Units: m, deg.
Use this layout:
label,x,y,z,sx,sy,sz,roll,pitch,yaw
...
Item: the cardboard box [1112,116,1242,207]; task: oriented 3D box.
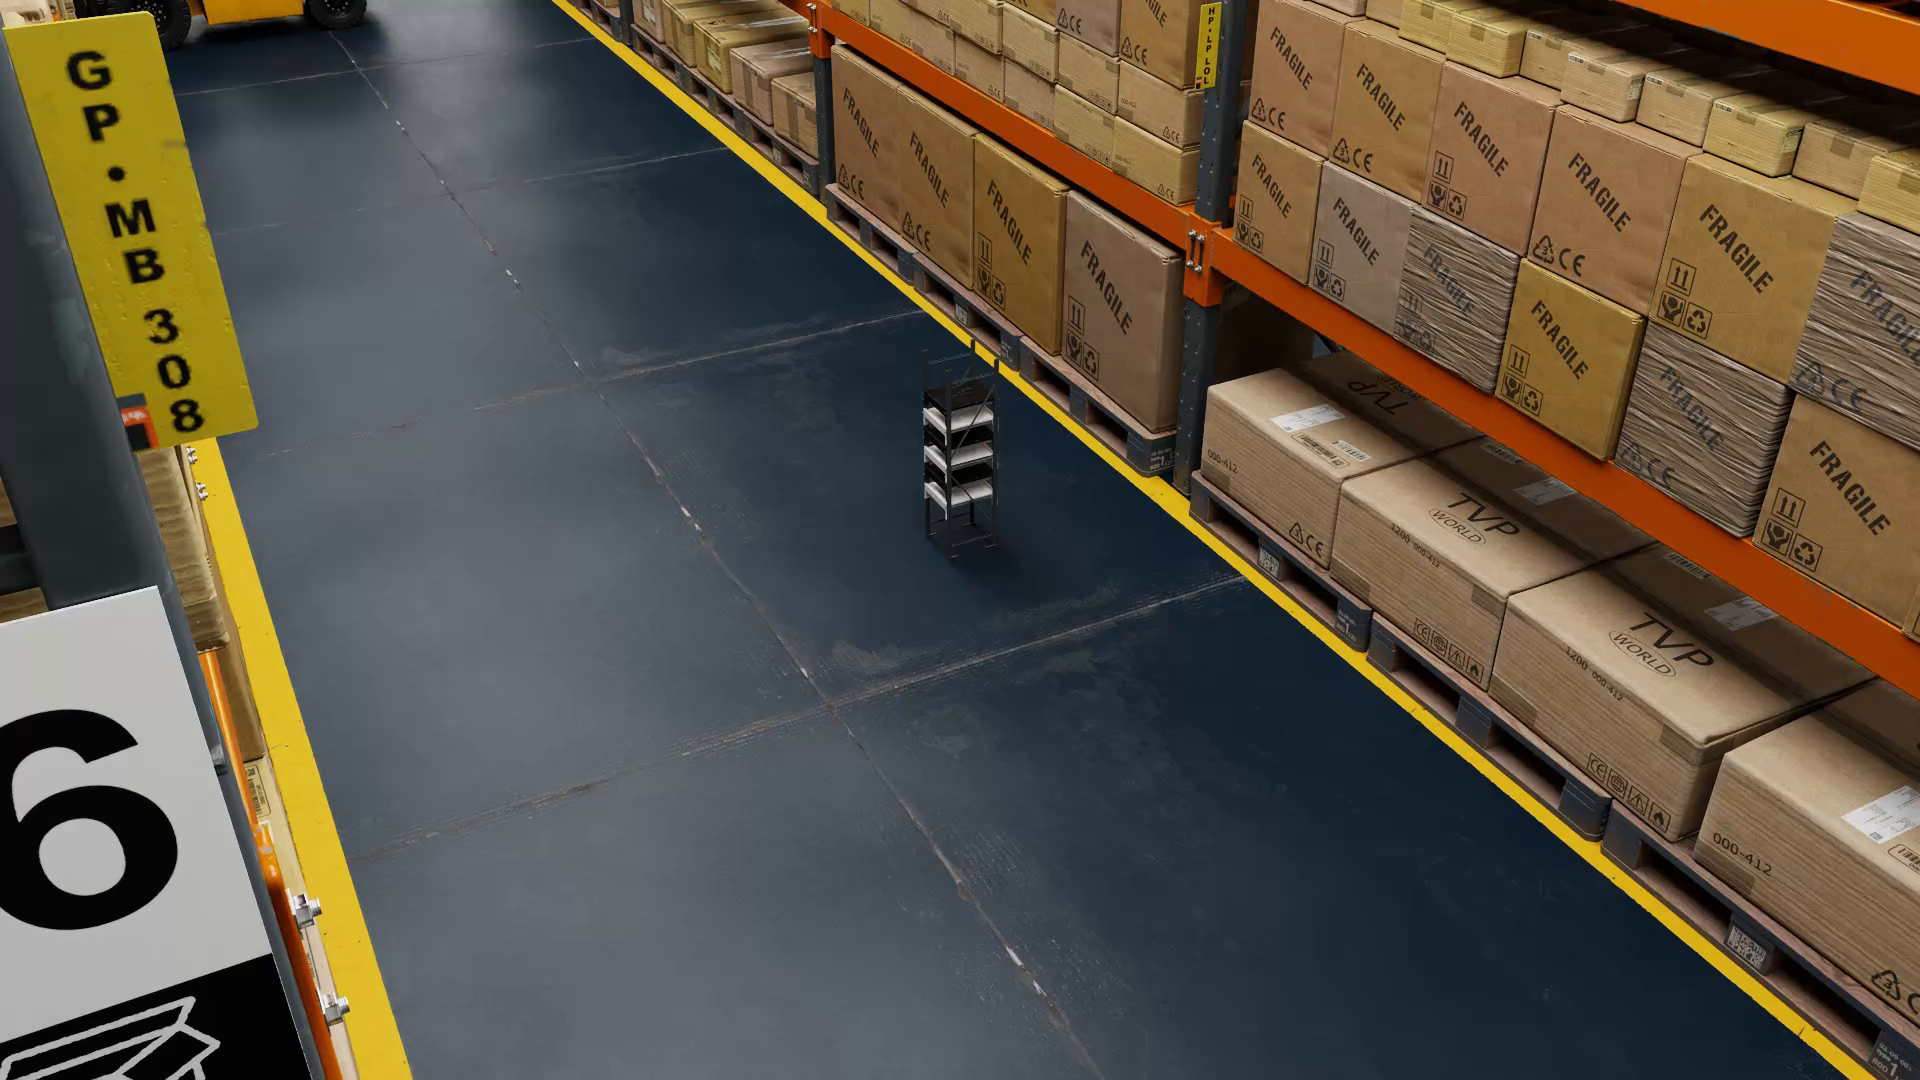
label,x,y,z,sx,sy,sz,roll,pitch,yaw
cardboard box,1.011,-1.694,7.252,0.500,0.250,0.500,-17,36,-24

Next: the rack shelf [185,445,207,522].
label,x,y,z,sx,sy,sz,roll,pitch,yaw
rack shelf,-3.878,-1.008,6.709,1.077,0.370,4.000,-16,36,-23

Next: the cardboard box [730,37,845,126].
label,x,y,z,sx,sy,sz,roll,pitch,yaw
cardboard box,-1.027,-3.208,11.523,0.950,0.372,0.625,-17,36,-24

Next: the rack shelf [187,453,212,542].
label,x,y,z,sx,sy,sz,roll,pitch,yaw
rack shelf,-2.013,0.901,3.730,1.077,0.370,4.000,-16,36,-23

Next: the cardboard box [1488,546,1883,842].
label,x,y,z,sx,sy,sz,roll,pitch,yaw
cardboard box,2.478,0.480,5.706,0.875,0.438,0.875,-15,36,-22

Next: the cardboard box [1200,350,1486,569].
label,x,y,z,sx,sy,sz,roll,pitch,yaw
cardboard box,1.641,-0.378,7.045,0.875,0.438,0.875,-16,36,-24

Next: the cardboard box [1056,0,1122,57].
label,x,y,z,sx,sy,sz,roll,pitch,yaw
cardboard box,0.765,-2.465,7.297,0.500,0.500,0.500,-15,36,-22

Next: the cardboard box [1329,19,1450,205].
label,x,y,z,sx,sy,sz,roll,pitch,yaw
cardboard box,1.681,-1.539,5.852,0.500,0.500,0.500,-16,36,-24

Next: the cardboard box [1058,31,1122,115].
label,x,y,z,sx,sy,sz,roll,pitch,yaw
cardboard box,0.783,-2.140,7.485,0.500,0.250,0.500,-15,36,-22

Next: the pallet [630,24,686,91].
label,x,y,z,sx,sy,sz,roll,pitch,yaw
pallet,-1.922,-3.879,13.109,1.003,0.211,1.213,-16,36,-23

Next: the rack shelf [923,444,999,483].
label,x,y,z,sx,sy,sz,roll,pitch,yaw
rack shelf,0.004,-0.347,7.019,0.258,0.077,0.200,-16,36,-23

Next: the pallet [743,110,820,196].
label,x,y,z,sx,sy,sz,roll,pitch,yaw
pallet,-0.785,-2.714,11.291,1.003,0.211,1.213,-16,36,-23

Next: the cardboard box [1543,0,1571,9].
label,x,y,z,sx,sy,sz,roll,pitch,yaw
cardboard box,2.137,-1.885,5.791,0.380,0.149,0.250,-16,36,-23

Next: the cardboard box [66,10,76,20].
label,x,y,z,sx,sy,sz,roll,pitch,yaw
cardboard box,-6.628,-3.712,11.960,0.500,0.250,0.500,-16,36,-23

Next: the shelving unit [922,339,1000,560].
label,x,y,z,sx,sy,sz,roll,pitch,yaw
shelving unit,0.004,-0.375,7.001,0.258,0.900,0.210,-16,36,-23

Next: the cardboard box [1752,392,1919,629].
label,x,y,z,sx,sy,sz,roll,pitch,yaw
cardboard box,2.629,-0.147,4.605,0.500,0.500,0.500,-17,36,-24

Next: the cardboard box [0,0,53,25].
label,x,y,z,sx,sy,sz,roll,pitch,yaw
cardboard box,-1.286,-0.505,1.877,0.500,0.250,0.500,-16,36,-23

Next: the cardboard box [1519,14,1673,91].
label,x,y,z,sx,sy,sz,roll,pitch,yaw
cardboard box,2.001,-1.530,5.236,0.380,0.149,0.250,-16,36,-23

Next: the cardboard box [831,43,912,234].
label,x,y,z,sx,sy,sz,roll,pitch,yaw
cardboard box,-0.173,-2.447,9.869,0.875,0.875,0.875,-16,36,-24

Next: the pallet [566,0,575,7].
label,x,y,z,sx,sy,sz,roll,pitch,yaw
pallet,-3.204,-5.145,15.084,1.003,0.211,1.213,-16,36,-23

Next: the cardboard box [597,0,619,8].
label,x,y,z,sx,sy,sz,roll,pitch,yaw
cardboard box,-2.800,-4.658,13.899,0.500,0.250,0.500,-14,35,-21

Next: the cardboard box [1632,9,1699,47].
label,x,y,z,sx,sy,sz,roll,pitch,yaw
cardboard box,2.409,-1.650,5.424,0.380,0.149,0.250,-17,36,-24

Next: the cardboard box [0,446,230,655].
label,x,y,z,sx,sy,sz,roll,pitch,yaw
cardboard box,-1.046,-0.053,1.635,0.500,0.250,0.500,-16,36,-24

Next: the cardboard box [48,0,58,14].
label,x,y,z,sx,sy,sz,roll,pitch,yaw
cardboard box,-2.248,-1.269,3.532,0.500,0.250,0.500,-17,36,-25

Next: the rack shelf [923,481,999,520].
label,x,y,z,sx,sy,sz,roll,pitch,yaw
rack shelf,0.004,-0.195,7.116,0.258,0.077,0.200,-16,36,-23

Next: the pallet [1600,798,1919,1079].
label,x,y,z,sx,sy,sz,roll,pitch,yaw
pallet,2.866,1.115,5.314,1.003,0.211,1.213,-16,36,-23

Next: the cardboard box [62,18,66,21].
label,x,y,z,sx,sy,sz,roll,pitch,yaw
cardboard box,-3.886,-1.753,6.720,0.797,0.503,0.637,-17,36,-24

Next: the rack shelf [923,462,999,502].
label,x,y,z,sx,sy,sz,roll,pitch,yaw
rack shelf,0.004,-0.271,7.068,0.258,0.077,0.200,-16,36,-23

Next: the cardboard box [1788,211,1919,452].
label,x,y,z,sx,sy,sz,roll,pitch,yaw
cardboard box,2.603,-0.573,4.344,0.500,0.500,0.500,-16,36,-23

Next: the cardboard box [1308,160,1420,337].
label,x,y,z,sx,sy,sz,roll,pitch,yaw
cardboard box,1.662,-1.118,6.121,0.500,0.500,0.500,-16,36,-23

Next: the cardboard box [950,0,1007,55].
label,x,y,z,sx,sy,sz,roll,pitch,yaw
cardboard box,0.282,-2.625,8.243,0.500,0.250,0.500,-15,36,-22

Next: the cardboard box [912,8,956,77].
label,x,y,z,sx,sy,sz,roll,pitch,yaw
cardboard box,0.079,-2.663,8.765,0.500,0.250,0.500,-15,35,-22

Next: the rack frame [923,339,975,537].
label,x,y,z,sx,sy,sz,roll,pitch,yaw
rack frame,-0.044,-0.424,7.077,0.240,0.900,0.006,-16,36,-23

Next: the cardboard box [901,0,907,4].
label,x,y,z,sx,sy,sz,roll,pitch,yaw
cardboard box,-0.164,-3.112,9.002,0.500,0.250,0.500,-15,36,-22

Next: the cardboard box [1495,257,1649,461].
label,x,y,z,sx,sy,sz,roll,pitch,yaw
cardboard box,2.128,-0.633,5.364,0.500,0.500,0.500,-15,35,-22

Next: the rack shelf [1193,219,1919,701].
label,x,y,z,sx,sy,sz,roll,pitch,yaw
rack shelf,2.376,-0.349,5.681,1.077,0.370,4.000,-16,36,-23

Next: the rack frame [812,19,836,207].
label,x,y,z,sx,sy,sz,roll,pitch,yaw
rack frame,-0.422,-3.515,9.956,1.000,3.000,0.127,-16,36,-23

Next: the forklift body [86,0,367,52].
label,x,y,z,sx,sy,sz,roll,pitch,yaw
forklift body,-6.043,-5.279,13.497,2.313,2.155,1.214,-16,36,-23

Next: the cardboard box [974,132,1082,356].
label,x,y,z,sx,sy,sz,roll,pitch,yaw
cardboard box,0.656,-1.593,8.537,0.875,0.875,0.875,-15,36,-22

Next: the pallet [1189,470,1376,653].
label,x,y,z,sx,sy,sz,roll,pitch,yaw
pallet,1.729,-0.050,7.132,1.003,0.211,1.213,-16,36,-23

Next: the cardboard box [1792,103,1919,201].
label,x,y,z,sx,sy,sz,roll,pitch,yaw
cardboard box,2.489,-1.045,4.480,0.380,0.149,0.250,-16,36,-24

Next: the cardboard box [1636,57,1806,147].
label,x,y,z,sx,sy,sz,roll,pitch,yaw
cardboard box,2.215,-1.280,4.846,0.380,0.149,0.250,-15,35,-22

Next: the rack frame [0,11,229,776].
label,x,y,z,sx,sy,sz,roll,pitch,yaw
rack frame,-1.081,-0.973,0.427,1.000,3.000,0.127,-16,36,-23

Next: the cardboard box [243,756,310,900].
label,x,y,z,sx,sy,sz,roll,pitch,yaw
cardboard box,-1.529,0.725,3.201,0.500,0.250,0.500,-17,36,-24

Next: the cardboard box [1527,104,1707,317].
label,x,y,z,sx,sy,sz,roll,pitch,yaw
cardboard box,2.143,-1.050,5.089,0.500,0.500,0.500,-16,36,-23

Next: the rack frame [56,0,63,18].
label,x,y,z,sx,sy,sz,roll,pitch,yaw
rack frame,-4.811,-2.265,8.005,1.000,3.000,0.127,-16,36,-23

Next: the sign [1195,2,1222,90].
label,x,y,z,sx,sy,sz,roll,pitch,yaw
sign,0.968,-1.919,6.466,0.100,0.325,0.005,-16,36,-23

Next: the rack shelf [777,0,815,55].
label,x,y,z,sx,sy,sz,roll,pitch,yaw
rack shelf,-1.354,-4.167,11.640,1.077,0.370,4.000,-16,36,-23

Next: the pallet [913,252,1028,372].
label,x,y,z,sx,sy,sz,roll,pitch,yaw
pallet,0.444,-1.365,9.184,1.003,0.211,1.213,-16,36,-23

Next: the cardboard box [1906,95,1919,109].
label,x,y,z,sx,sy,sz,roll,pitch,yaw
cardboard box,2.875,-1.166,4.668,0.380,0.149,0.250,-16,36,-23

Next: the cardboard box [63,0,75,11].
label,x,y,z,sx,sy,sz,roll,pitch,yaw
cardboard box,-6.624,-3.924,11.827,0.500,0.250,0.500,-16,36,-24

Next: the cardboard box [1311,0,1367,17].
label,x,y,z,sx,sy,sz,roll,pitch,yaw
cardboard box,1.495,-2.008,5.984,0.380,0.149,0.250,-15,36,-22

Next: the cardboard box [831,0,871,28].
label,x,y,z,sx,sy,sz,roll,pitch,yaw
cardboard box,-0.416,-3.155,9.534,0.500,0.250,0.500,-17,36,-24

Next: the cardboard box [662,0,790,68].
label,x,y,z,sx,sy,sz,roll,pitch,yaw
cardboard box,-1.702,-3.903,12.608,0.950,0.372,0.625,-14,35,-20

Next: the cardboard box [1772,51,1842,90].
label,x,y,z,sx,sy,sz,roll,pitch,yaw
cardboard box,2.702,-1.423,5.070,0.380,0.149,0.250,-17,36,-24

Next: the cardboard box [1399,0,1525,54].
label,x,y,z,sx,sy,sz,roll,pitch,yaw
cardboard box,1.713,-1.763,5.600,0.380,0.149,0.250,-16,36,-23

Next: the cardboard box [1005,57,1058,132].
label,x,y,z,sx,sy,sz,roll,pitch,yaw
cardboard box,0.556,-2.183,8.016,0.500,0.250,0.500,-17,36,-24
